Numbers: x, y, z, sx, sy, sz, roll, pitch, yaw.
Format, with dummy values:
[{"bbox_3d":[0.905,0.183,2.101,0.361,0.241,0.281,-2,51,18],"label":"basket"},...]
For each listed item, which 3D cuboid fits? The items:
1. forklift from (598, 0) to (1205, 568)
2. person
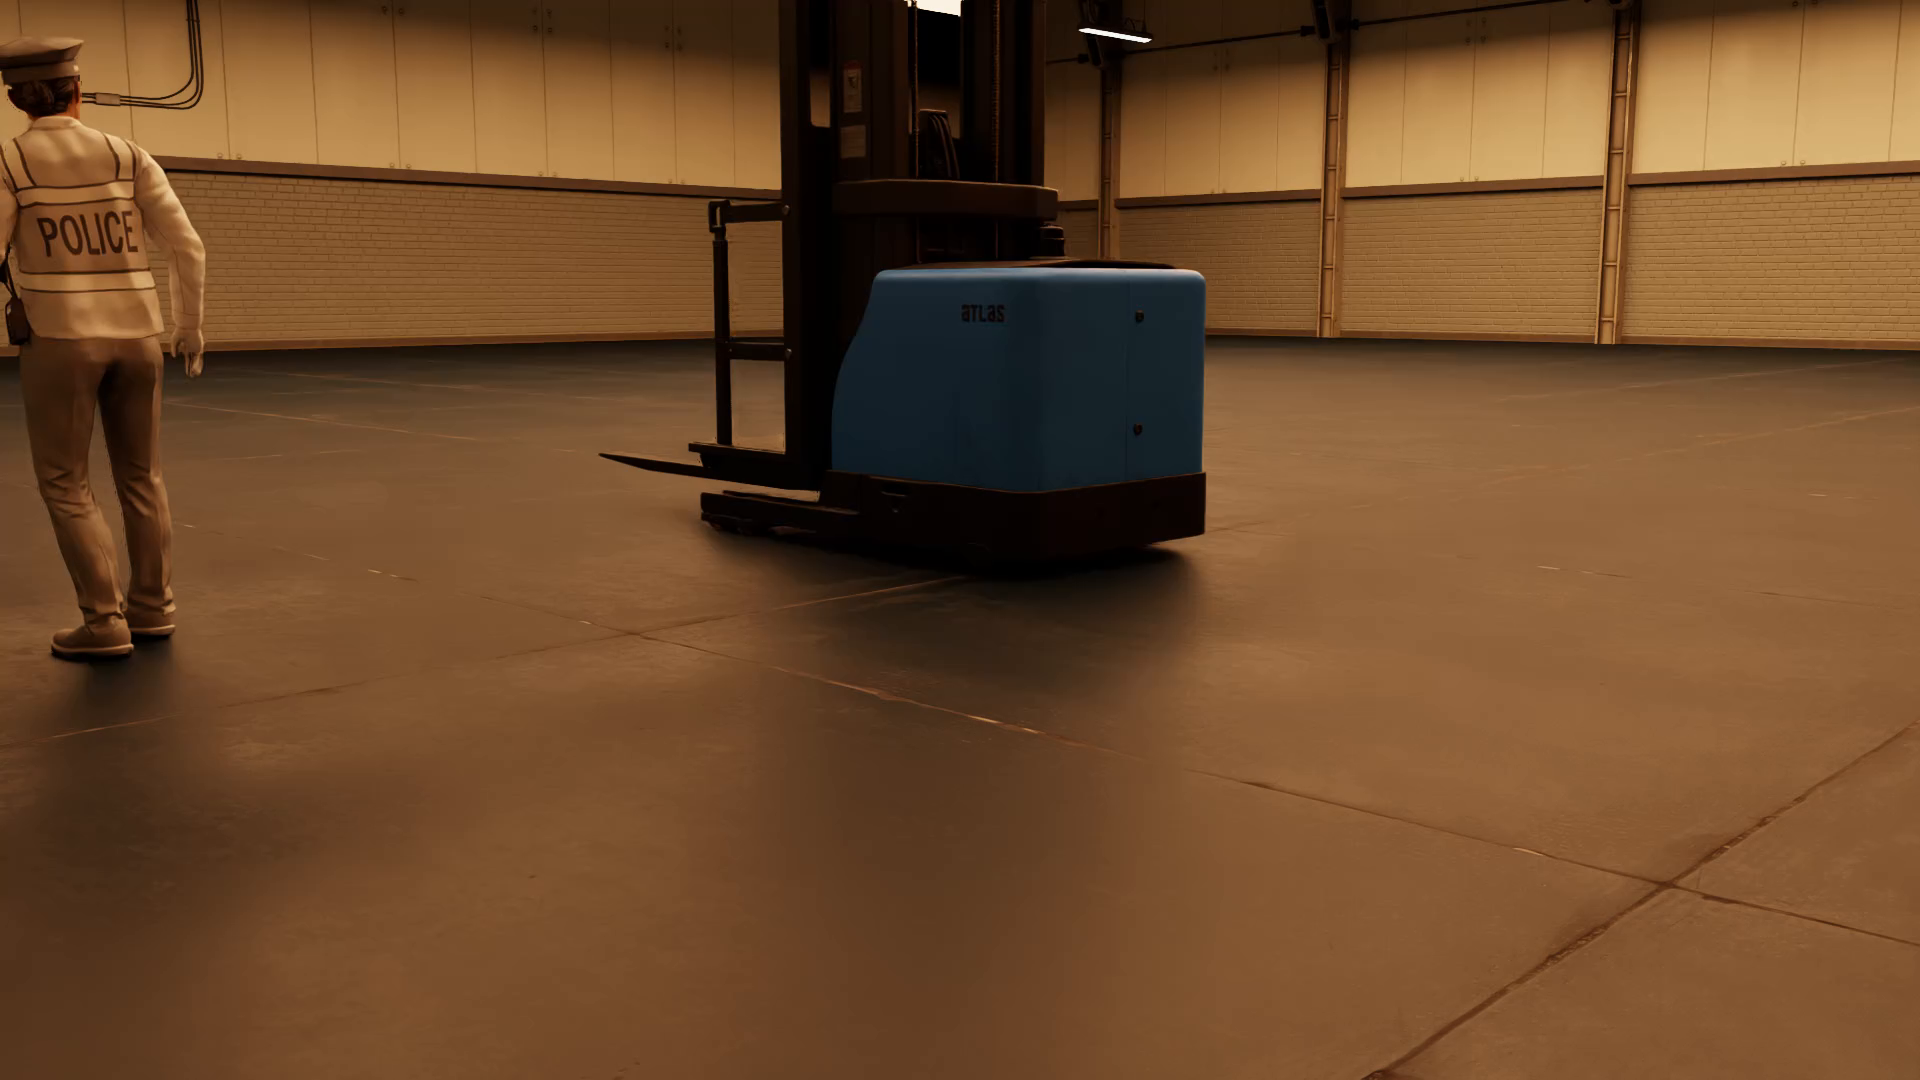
[{"bbox_3d":[-0.443,-1.514,6.929,1.130,2.935,3.031,-8,12,-43],"label":"forklift"},{"bbox_3d":[-2.441,-0.525,4.588,0.476,1.676,0.657,7,11,39],"label":"person"}]
